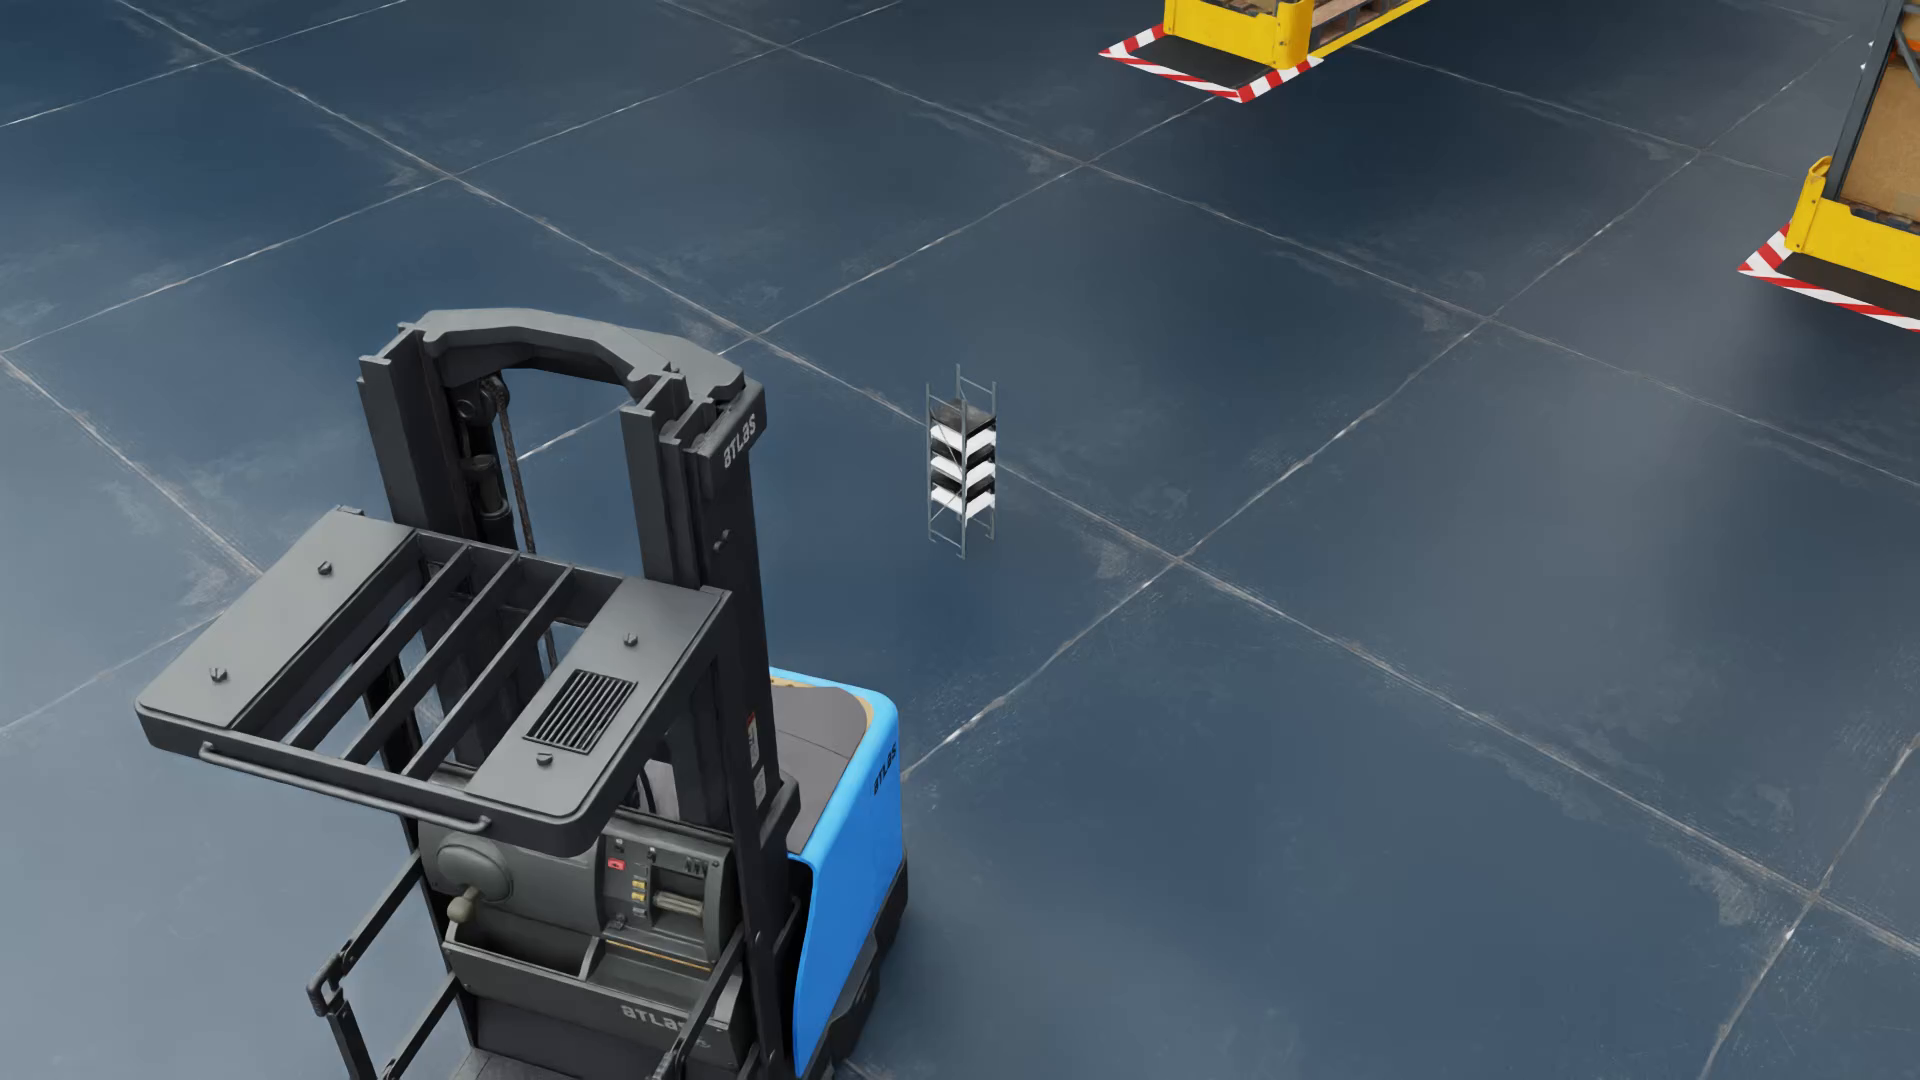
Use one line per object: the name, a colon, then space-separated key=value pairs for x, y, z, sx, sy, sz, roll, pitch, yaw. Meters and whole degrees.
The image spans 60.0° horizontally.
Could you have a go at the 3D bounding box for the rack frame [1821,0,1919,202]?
rack frame: x=5.657 y=-2.841 z=9.196 sx=1.000 sy=3.000 sz=0.127 roll=30 pitch=47 yaw=32

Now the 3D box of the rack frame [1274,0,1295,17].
rack frame: x=2.064 y=-4.970 z=11.873 sx=1.000 sy=3.000 sz=0.127 roll=30 pitch=47 yaw=32

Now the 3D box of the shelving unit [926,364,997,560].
shelving unit: x=0.005 y=-0.356 z=7.758 sx=0.258 sy=0.900 sz=0.210 roll=30 pitch=47 yaw=32

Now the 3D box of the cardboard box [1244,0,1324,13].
cardboard box: x=2.497 y=-4.435 z=12.872 sx=0.500 sy=0.500 sz=0.500 roll=-25 pitch=45 yaw=-28

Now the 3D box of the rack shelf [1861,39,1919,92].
rack shelf: x=7.006 y=-3.478 z=10.575 sx=1.077 sy=0.370 sz=4.000 roll=30 pitch=47 yaw=32

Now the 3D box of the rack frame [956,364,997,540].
rack frame: x=0.074 y=-0.403 z=7.817 sx=0.240 sy=0.900 sz=0.006 roll=30 pitch=47 yaw=32

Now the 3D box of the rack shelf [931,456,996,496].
rack shelf: x=0.005 y=-0.330 z=7.779 sx=0.258 sy=0.077 sz=0.200 roll=30 pitch=47 yaw=32

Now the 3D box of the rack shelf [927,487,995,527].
rack shelf: x=0.005 y=-0.189 z=7.891 sx=0.258 sy=0.077 sz=0.200 roll=30 pitch=47 yaw=32

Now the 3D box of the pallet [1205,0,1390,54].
pallet: x=2.689 y=-4.272 z=13.236 sx=1.003 sy=0.211 sz=1.213 roll=30 pitch=47 yaw=32

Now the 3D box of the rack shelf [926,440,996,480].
rack shelf: x=0.005 y=-0.400 z=7.723 sx=0.258 sy=0.077 sz=0.200 roll=30 pitch=47 yaw=32

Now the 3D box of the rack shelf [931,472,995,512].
rack shelf: x=0.005 y=-0.259 z=7.835 sx=0.258 sy=0.077 sz=0.200 roll=30 pitch=47 yaw=32

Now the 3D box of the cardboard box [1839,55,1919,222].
cardboard box: x=6.065 y=-2.513 z=10.153 sx=0.875 sy=0.875 sz=0.875 roll=30 pitch=47 yaw=32

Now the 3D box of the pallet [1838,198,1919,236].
pallet: x=6.138 y=-2.149 z=10.567 sx=1.003 sy=0.211 sz=1.213 roll=30 pitch=47 yaw=32

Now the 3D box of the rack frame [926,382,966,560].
rack frame: x=-0.063 y=-0.309 z=7.699 sx=0.240 sy=0.900 sz=0.006 roll=30 pitch=47 yaw=32

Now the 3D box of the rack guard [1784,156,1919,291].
rack guard: x=5.640 y=-1.851 z=9.960 sx=1.175 sy=0.500 sz=0.348 roll=30 pitch=47 yaw=32

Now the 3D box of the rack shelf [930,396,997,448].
rack shelf: x=0.005 y=-0.541 z=7.611 sx=0.258 sy=0.077 sz=0.200 roll=30 pitch=47 yaw=32

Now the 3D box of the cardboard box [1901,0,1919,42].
cardboard box: x=5.874 y=-3.089 z=9.387 sx=0.875 sy=0.550 sz=0.550 roll=30 pitch=47 yaw=32

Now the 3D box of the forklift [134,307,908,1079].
forklift: x=-1.141 y=0.998 z=4.424 sx=1.130 sy=2.935 sz=3.031 roll=12 pitch=40 yaw=14

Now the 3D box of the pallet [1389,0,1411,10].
pallet: x=3.512 y=-4.829 z=13.937 sx=1.003 sy=0.211 sz=1.213 roll=30 pitch=47 yaw=32

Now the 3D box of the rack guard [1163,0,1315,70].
rack guard: x=2.115 y=-4.026 z=12.695 sx=1.175 sy=0.500 sz=0.348 roll=30 pitch=47 yaw=32

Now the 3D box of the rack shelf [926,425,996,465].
rack shelf: x=0.005 y=-0.471 z=7.667 sx=0.258 sy=0.077 sz=0.200 roll=30 pitch=47 yaw=32
